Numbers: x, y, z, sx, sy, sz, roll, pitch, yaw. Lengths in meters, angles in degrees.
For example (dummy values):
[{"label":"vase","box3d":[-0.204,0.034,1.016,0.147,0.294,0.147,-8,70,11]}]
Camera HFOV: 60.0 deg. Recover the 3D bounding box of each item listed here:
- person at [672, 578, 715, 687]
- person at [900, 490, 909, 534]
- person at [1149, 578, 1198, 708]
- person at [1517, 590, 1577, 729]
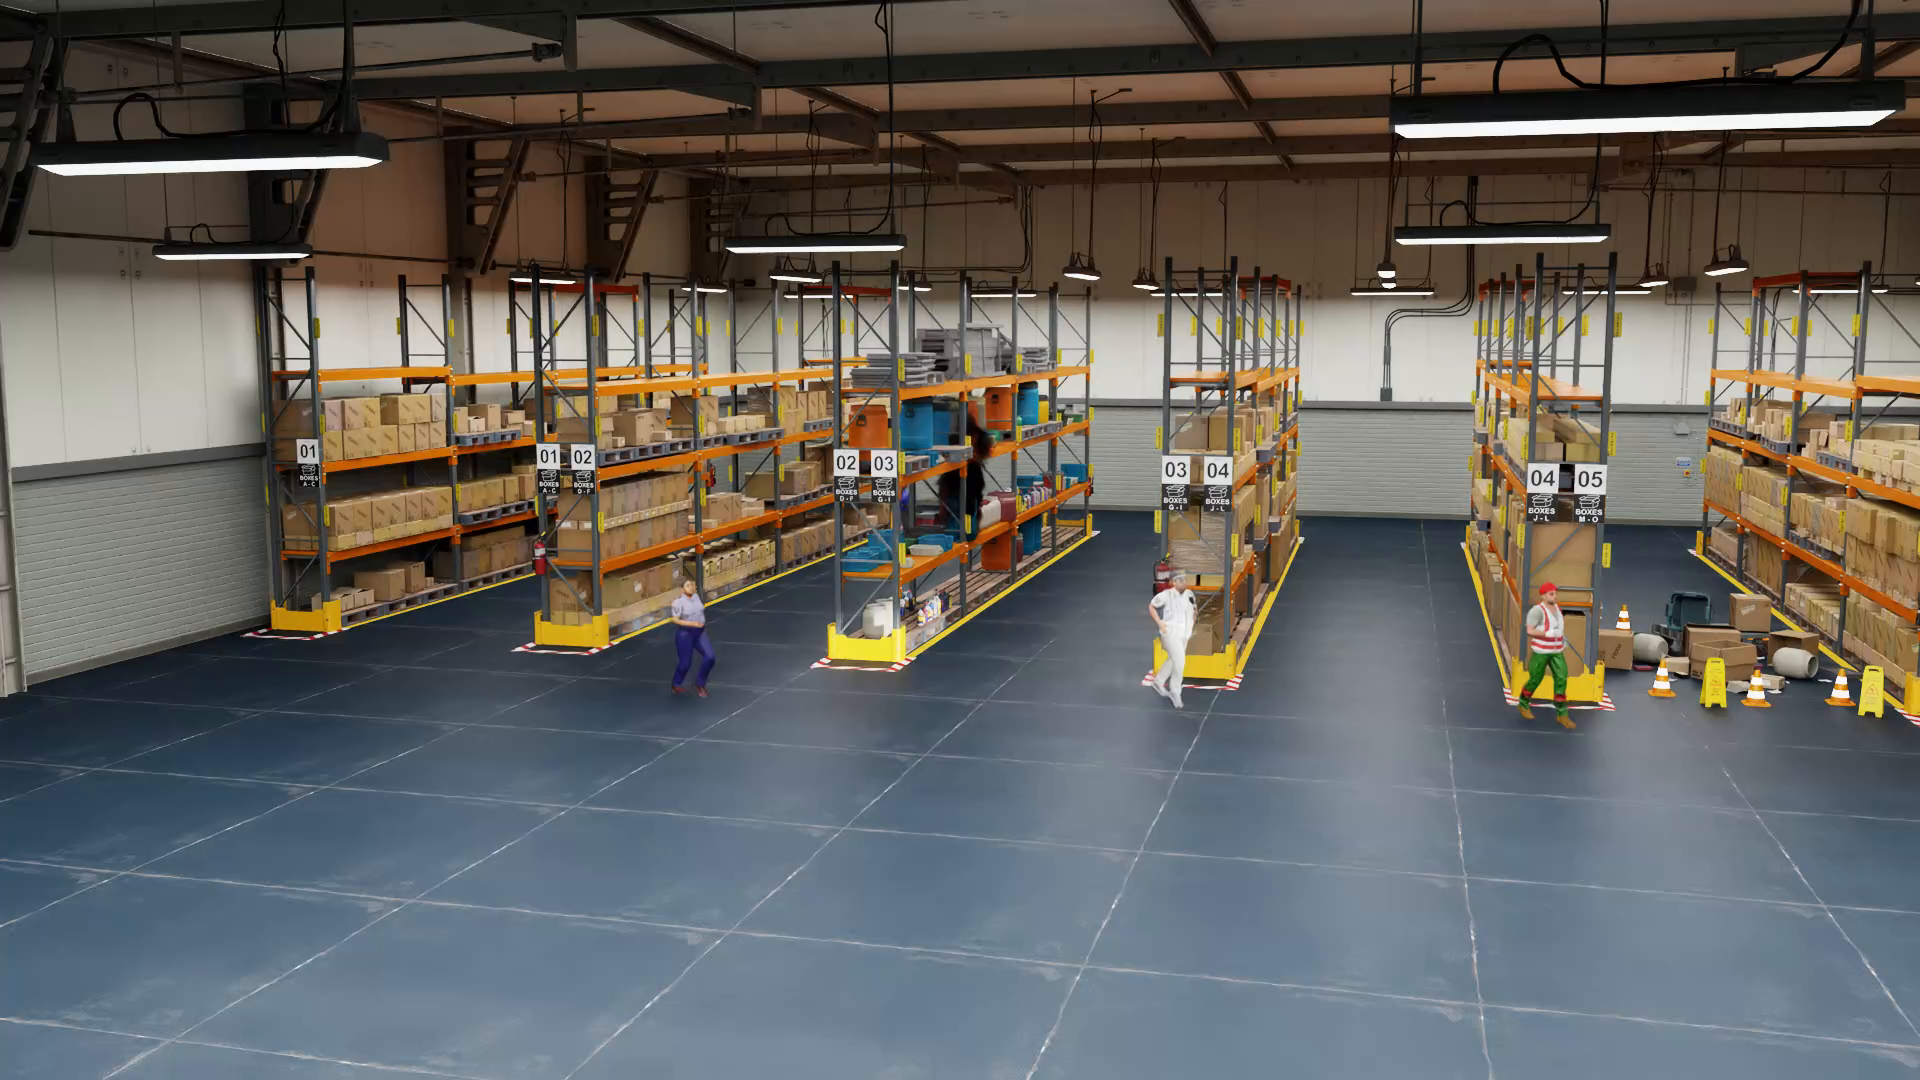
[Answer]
[{"label":"person","box3d":[-3.661,1.275,22.699,0.610,1.527,0.686,-7,10,-44]},{"label":"person","box3d":[-1.278,-0.382,36.859,0.510,1.512,0.698,1,7,5]},{"label":"person","box3d":[2.899,1.324,22.409,0.676,1.802,0.747,-5,9,-35]},{"label":"person","box3d":[7.412,1.449,20.997,0.667,1.755,0.865,-3,8,-22]}]
